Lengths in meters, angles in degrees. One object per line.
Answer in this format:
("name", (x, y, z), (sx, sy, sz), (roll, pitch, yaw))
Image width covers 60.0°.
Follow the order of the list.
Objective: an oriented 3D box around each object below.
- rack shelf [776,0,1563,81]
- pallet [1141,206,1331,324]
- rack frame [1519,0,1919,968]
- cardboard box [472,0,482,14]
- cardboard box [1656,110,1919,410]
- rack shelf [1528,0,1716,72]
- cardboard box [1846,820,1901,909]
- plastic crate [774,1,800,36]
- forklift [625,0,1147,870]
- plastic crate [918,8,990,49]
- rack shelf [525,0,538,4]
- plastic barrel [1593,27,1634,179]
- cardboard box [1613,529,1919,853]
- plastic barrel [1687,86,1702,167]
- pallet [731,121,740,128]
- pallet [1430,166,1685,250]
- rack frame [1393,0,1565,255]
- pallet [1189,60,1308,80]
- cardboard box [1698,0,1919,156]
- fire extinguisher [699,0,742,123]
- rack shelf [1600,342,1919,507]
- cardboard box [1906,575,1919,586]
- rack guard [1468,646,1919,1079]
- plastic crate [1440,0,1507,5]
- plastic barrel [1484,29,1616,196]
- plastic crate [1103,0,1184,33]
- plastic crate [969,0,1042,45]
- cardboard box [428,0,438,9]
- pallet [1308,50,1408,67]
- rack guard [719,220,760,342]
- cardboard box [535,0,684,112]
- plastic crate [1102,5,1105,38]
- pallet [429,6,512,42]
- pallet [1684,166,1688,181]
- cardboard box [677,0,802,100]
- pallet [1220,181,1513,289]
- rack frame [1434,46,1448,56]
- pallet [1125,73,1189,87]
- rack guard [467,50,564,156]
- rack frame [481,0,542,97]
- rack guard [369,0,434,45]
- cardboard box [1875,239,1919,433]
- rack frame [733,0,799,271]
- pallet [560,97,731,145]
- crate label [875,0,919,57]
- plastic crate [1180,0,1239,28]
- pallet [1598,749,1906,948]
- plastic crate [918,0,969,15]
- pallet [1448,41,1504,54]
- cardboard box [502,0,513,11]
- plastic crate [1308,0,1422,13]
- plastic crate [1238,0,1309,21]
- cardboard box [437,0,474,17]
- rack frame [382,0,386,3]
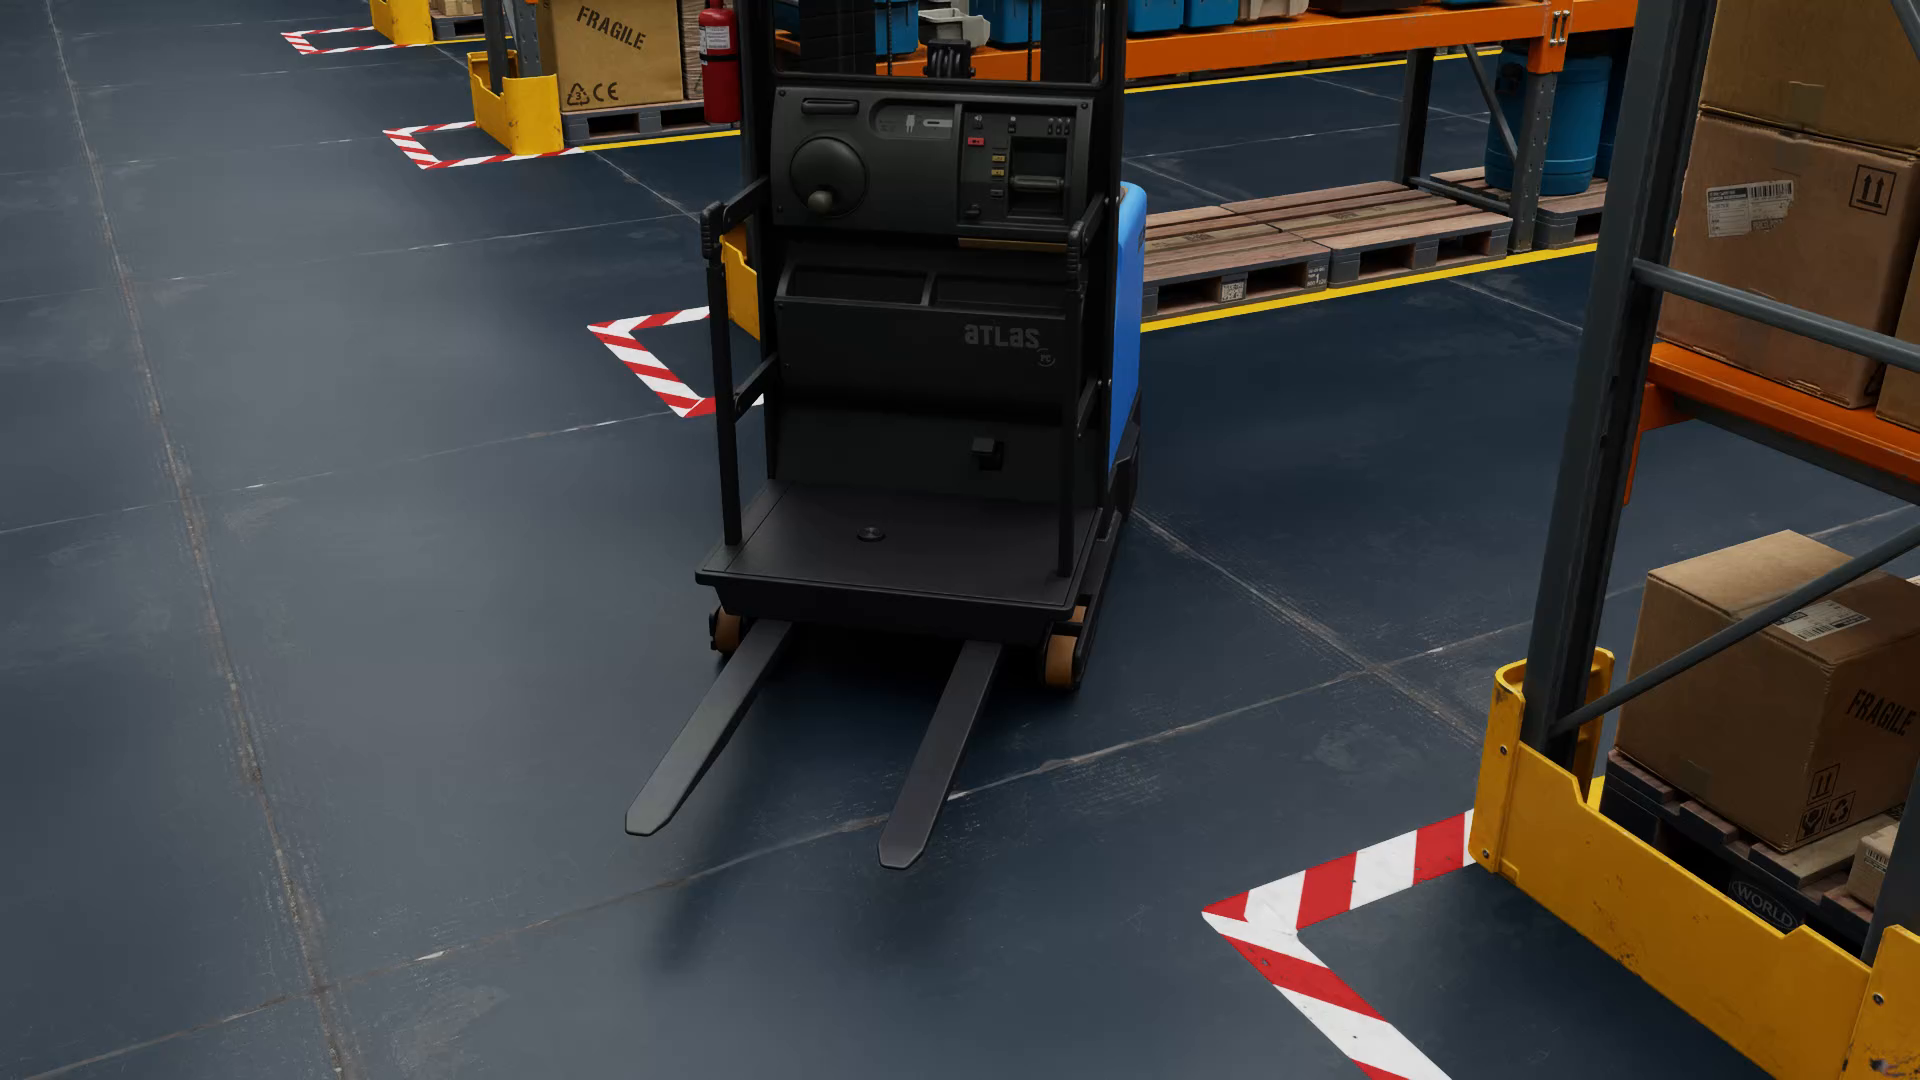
("rack shelf", (1.037, -2.358, 8.027), (4.000, 0.370, 1.077), (-13, 29, -25))
("pallet", (1.094, -1.418, 8.460), (1.213, 0.211, 1.003), (-13, 29, -25))
("rack frame", (1.600, -0.383, 3.081), (0.127, 3.000, 1.000), (-13, 29, -25))
("cardboard box", (-4.498, -5.055, 15.621), (0.250, 0.149, 0.380), (-13, 29, -25))
("cardboard box", (1.867, -0.623, 3.466), (0.500, 0.500, 0.500), (-12, 28, -24))
("rack shelf", (4.567, -3.173, 9.724), (4.000, 0.370, 1.077), (-13, 29, -25))
("cardboard box", (2.131, 0.750, 3.507), (0.250, 0.149, 0.380), (-13, 29, -25))
("plastic crate", (-0.520, -2.458, 7.293), (0.499, 0.435, 0.616), (-13, 29, -25))
("forklift", (-0.130, -1.058, 4.567), (1.130, 2.935, 3.031), (5, 26, 11))
("plastic crate", (-0.033, -2.142, 6.980), (0.298, 0.136, 0.250), (-13, 29, -25))
("rack shelf", (-1.293, -4.250, 11.967), (4.000, 0.370, 1.077), (-13, 29, -25))
("plastic barrel", (3.915, -2.582, 9.601), (0.708, 0.901, 0.600), (-13, 29, -25))
("cardboard box", (1.964, 0.341, 3.954), (0.500, 0.500, 0.500), (-13, 29, -25))
("plastic barrel", (4.455, -2.487, 9.854), (0.421, 0.512, 0.421), (0, 26, 0))
("pallet", (-1.314, -3.349, 12.482), (1.213, 0.211, 1.003), (-13, 29, -25))
("pallet", (3.502, -1.974, 9.618), (1.213, 0.211, 1.003), (-13, 29, -25))
("rack frame", (2.802, -3.090, 8.720), (0.127, 3.000, 1.000), (-13, 29, -25))
("pallet", (2.195, -4.160, 14.172), (1.213, 0.211, 1.003), (-13, 29, -25))
("cardboard box", (1.863, -1.074, 3.251), (0.500, 0.500, 0.500), (-13, 29, -26))
("fire extinguisher", (-1.074, -2.215, 7.418), (0.183, 0.674, 0.296), (-13, 29, -25))
("rack shelf", (3.365, -0.466, 4.086), (4.000, 0.370, 1.077), (-13, 29, -25))
("cardboard box", (2.816, 0.272, 4.387), (0.500, 0.250, 0.500), (-13, 29, -25))
("rack guard", (1.667, 0.729, 3.655), (0.348, 0.500, 1.175), (-13, 29, -25))
("plastic crate", (2.551, -2.884, 8.241), (0.575, 0.384, 0.392), (-13, 29, -25))
("plastic barrel", (3.290, -2.438, 9.300), (0.708, 0.901, 0.600), (-13, 29, -25))
("plastic crate", (0.807, -2.419, 7.448), (0.300, 0.233, 0.416), (-13, 29, -25))
("plastic crate", (0.226, -2.285, 7.168), (0.300, 0.233, 0.416), (-13, 29, -25))
("cardboard box", (-4.937, -5.173, 15.866), (0.250, 0.149, 0.380), (-12, 28, -24))
("pallet", (3.270, -4.407, 14.686), (1.213, 0.211, 1.003), (-13, 29, -25))
("rack guard", (-0.743, -1.138, 7.544), (0.348, 0.500, 1.175), (-13, 29, -25))
("cardboard box", (-2.531, -3.559, 11.667), (0.875, 0.875, 0.875), (-13, 29, -25))
("plastic crate", (0.566, -2.280, 7.268), (0.298, 0.136, 0.250), (-13, 29, -25))
("pallet", (-4.502, -4.992, 15.903), (1.213, 0.211, 1.003), (-13, 29, -25))
("pallet", (4.580, -2.224, 10.139), (1.213, 0.211, 1.003), (-13, 29, -25))
("cardboard box", (-1.728, -3.744, 12.053), (0.875, 0.875, 0.875), (-13, 29, -25))
("pallet", (2.171, -1.668, 8.981), (1.213, 0.211, 1.003), (-13, 29, -25))
("rack frame", (4.001, -5.796, 14.356), (0.127, 3.000, 1.000), (-13, 29, -25))
("pallet", (1.117, -3.910, 13.650), (1.213, 0.211, 1.003), (-13, 29, -25))
("rack guard", (-3.079, -3.035, 11.494), (0.348, 0.500, 1.175), (-13, 29, -25))
("rack frame", (-3.058, -4.167, 10.963), (0.127, 3.000, 1.000), (-13, 29, -25))
("rack guard", (-5.236, -4.970, 15.524), (0.348, 0.500, 1.175), (-13, 29, -25))
("cardboard box", (2.116, -0.417, 3.038), (0.500, 0.500, 0.500), (-12, 28, -24))
("rack frame", (-0.727, -2.275, 7.023), (0.127, 3.000, 1.000), (-13, 29, -25))
("pallet", (-2.389, -3.102, 11.968), (1.213, 0.211, 1.003), (-13, 29, -25))
("crate label", (-0.355, -2.151, 6.889), (0.303, 0.233, 0.416), (-13, 29, -25))
("plastic crate", (1.072, -2.481, 7.575), (0.300, 0.233, 0.416), (-13, 29, -25))
("pallet", (2.370, 0.696, 4.056), (1.213, 0.211, 1.003), (-13, 29, -25))
("plastic crate", (-0.093, -2.419, 7.557), (0.243, 0.136, 0.396), (-13, 29, -25))
("pallet", (4.691, -4.698, 15.290), (1.213, 0.211, 1.003), (-13, 29, -25))
("cardboard box", (-4.282, -5.108, 15.732), (0.250, 0.149, 0.380), (-13, 28, -25))
("plastic crate", (1.941, -2.662, 8.078), (0.590, 0.125, 0.437), (-13, 29, -25))
("plastic crate", (1.407, -2.529, 7.786), (0.466, 0.136, 0.293), (-13, 29, -25))
("cardboard box", (-4.690, -4.970, 15.445), (0.250, 0.149, 0.380), (-12, 28, -24))
("rack frame", (-5.303, -6.082, 14.951), (0.127, 3.000, 1.000), (-13, 29, -25))
